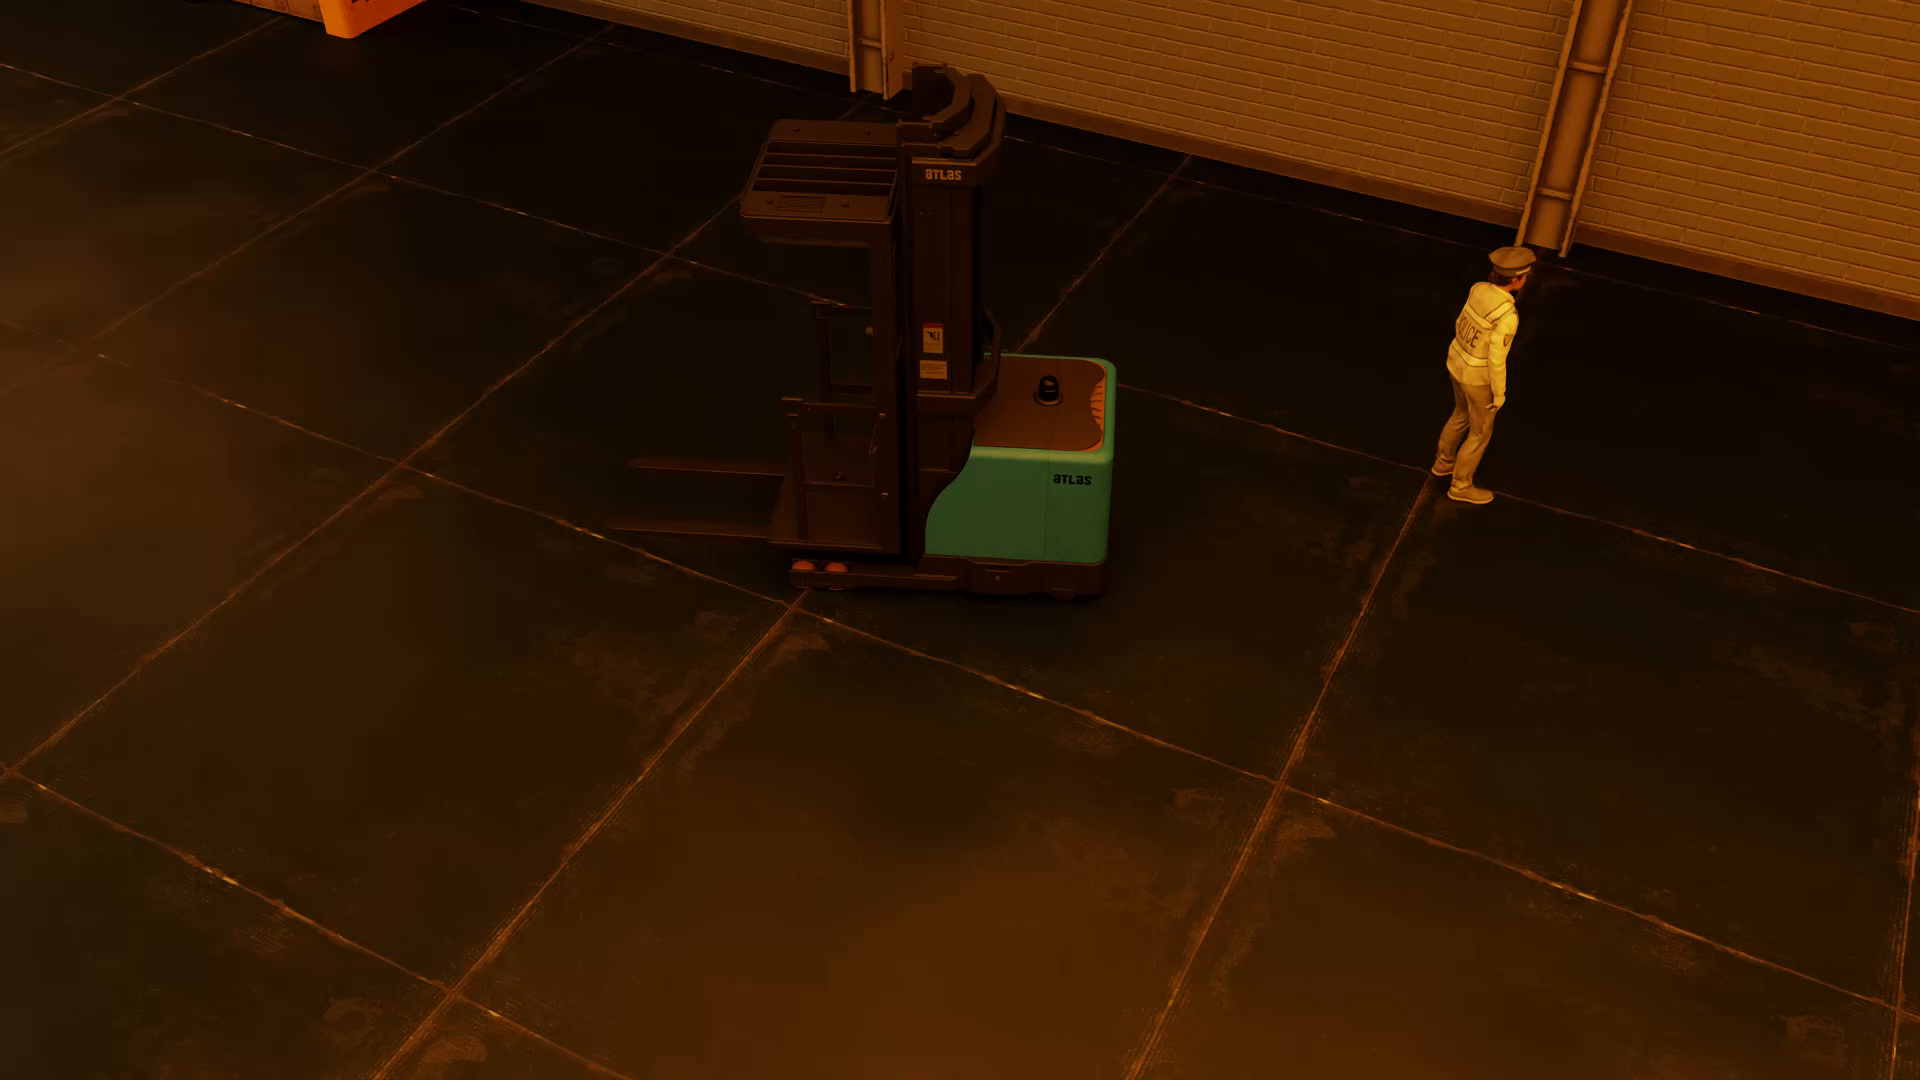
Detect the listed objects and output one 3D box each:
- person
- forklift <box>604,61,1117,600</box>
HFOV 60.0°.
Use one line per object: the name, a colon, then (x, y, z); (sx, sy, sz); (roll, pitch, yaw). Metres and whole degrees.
person: (3.178, -1.013, 10.176); (0.373, 1.662, 0.536); (-8, 41, -9)
forklift: (-0.606, -1.157, 9.360); (3.031, 2.935, 1.130); (3, 40, 4)
